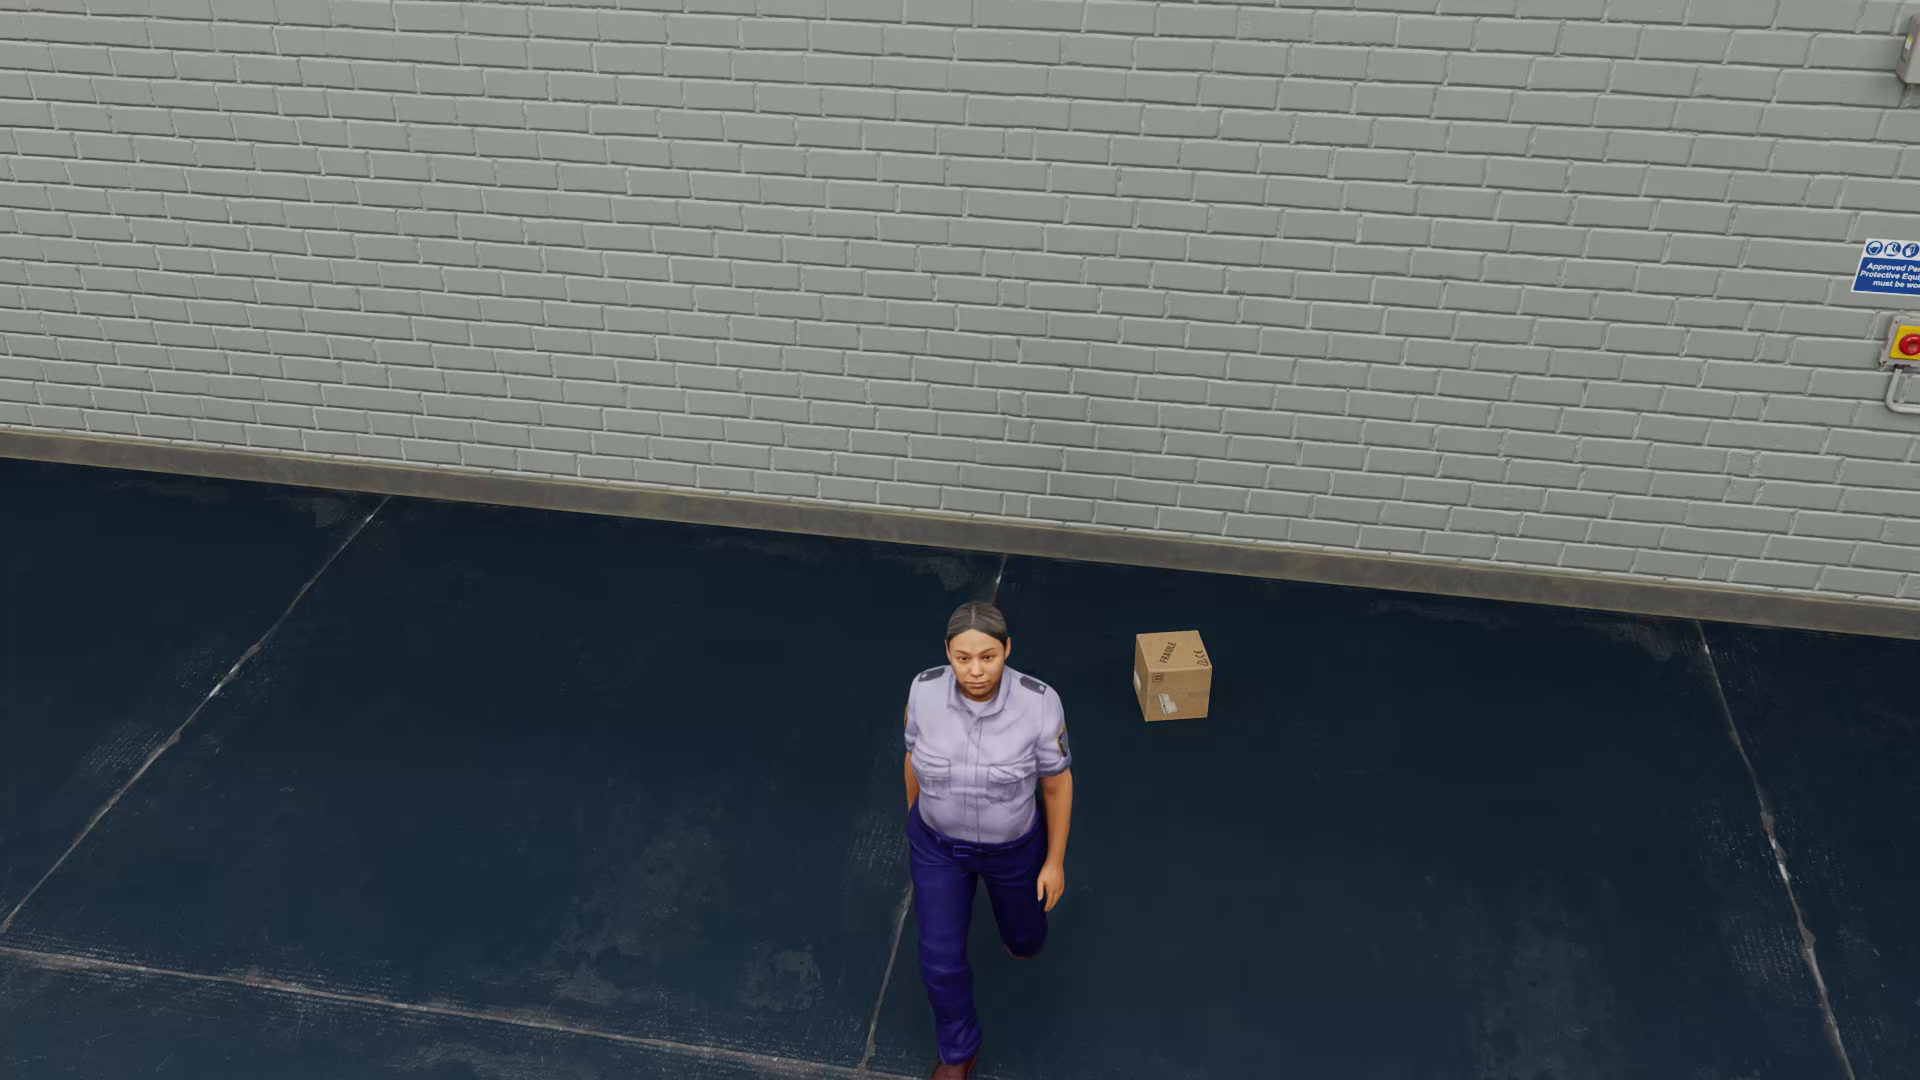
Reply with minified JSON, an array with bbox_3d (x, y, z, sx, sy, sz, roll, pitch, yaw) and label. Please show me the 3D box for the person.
[{"bbox_3d":[0.082,0.831,4.838,0.492,1.605,0.858,5,33,8],"label":"person"}]
